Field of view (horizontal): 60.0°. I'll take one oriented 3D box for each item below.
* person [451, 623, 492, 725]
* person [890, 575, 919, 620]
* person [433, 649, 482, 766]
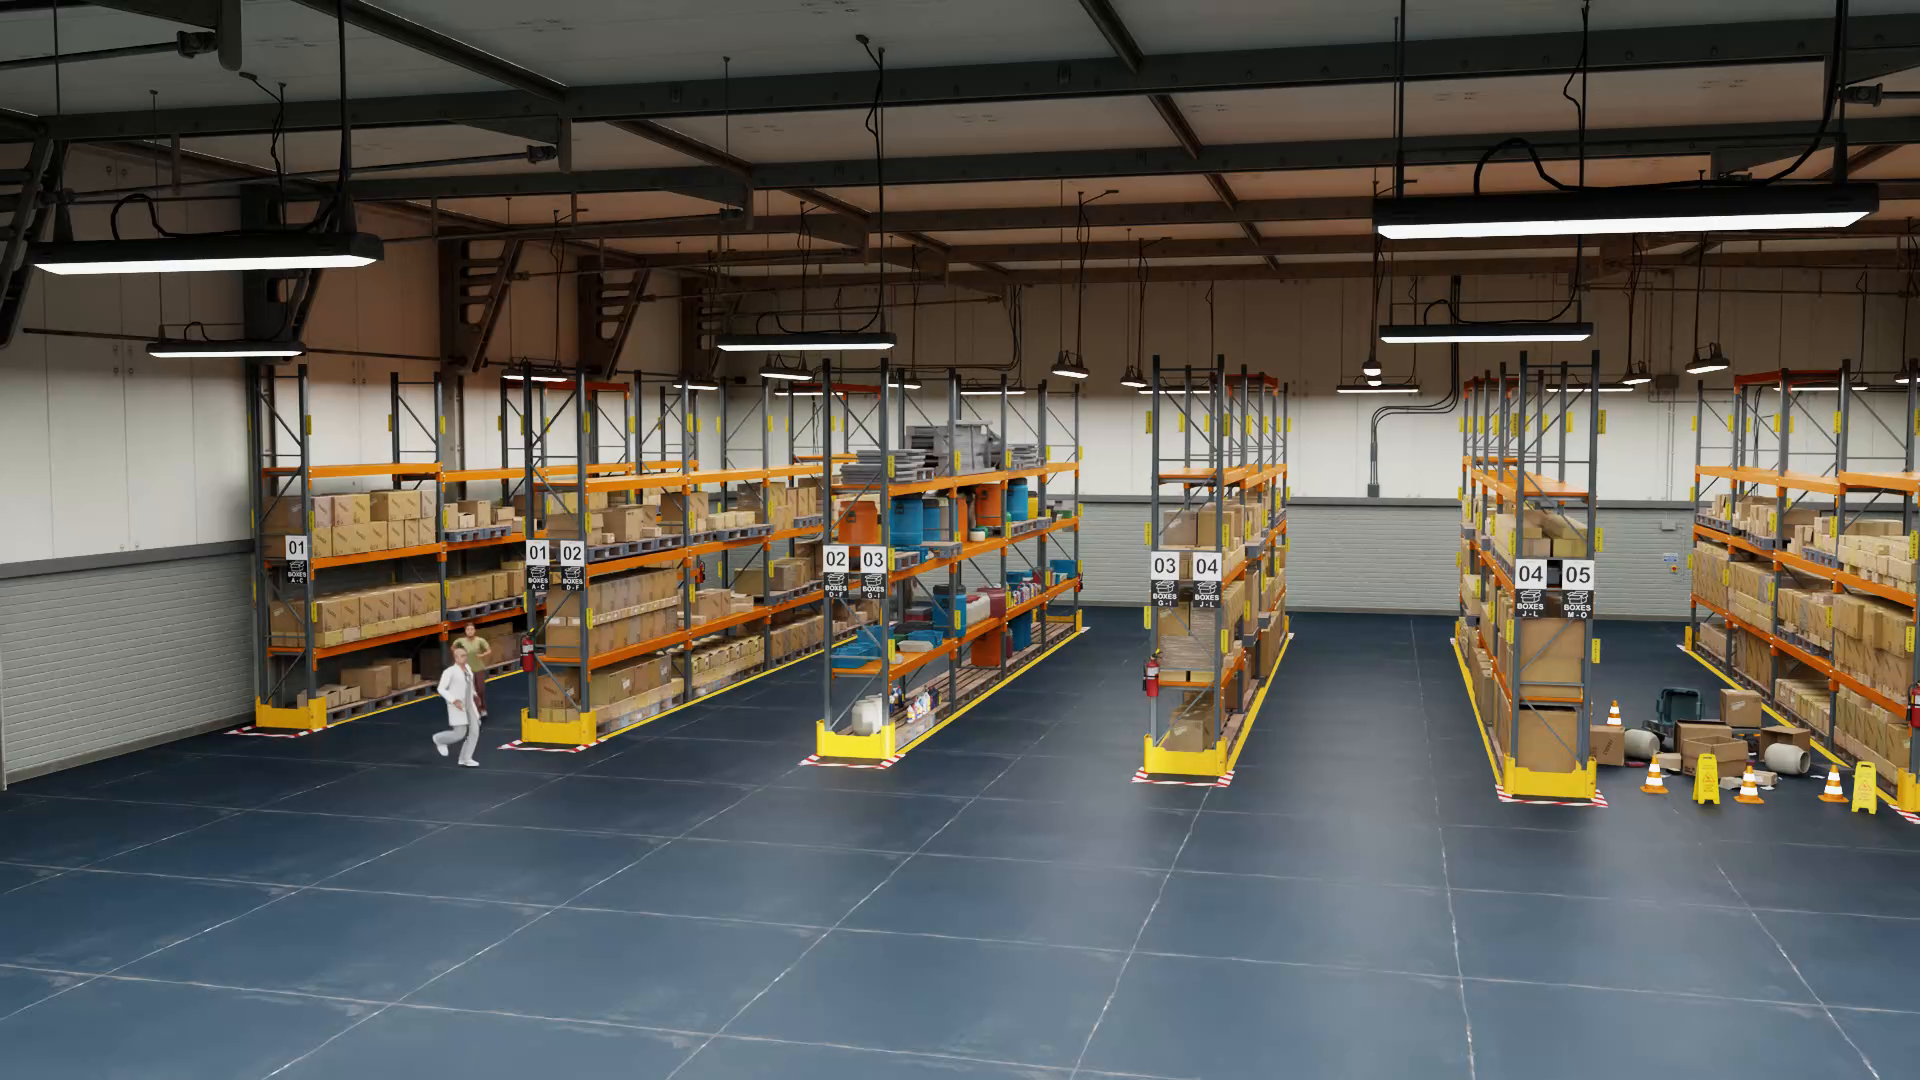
[{"bbox_3d":[-8.238,2.236,28.069,0.658,1.703,0.795,-1,4,-16],"label":"person"},{"bbox_3d":[-1.471,1.227,42.578,0.673,1.685,0.752,3,5,37],"label":"person"},{"bbox_3d":[-7.400,2.457,24.479,0.807,1.734,0.721,2,5,29],"label":"person"}]
